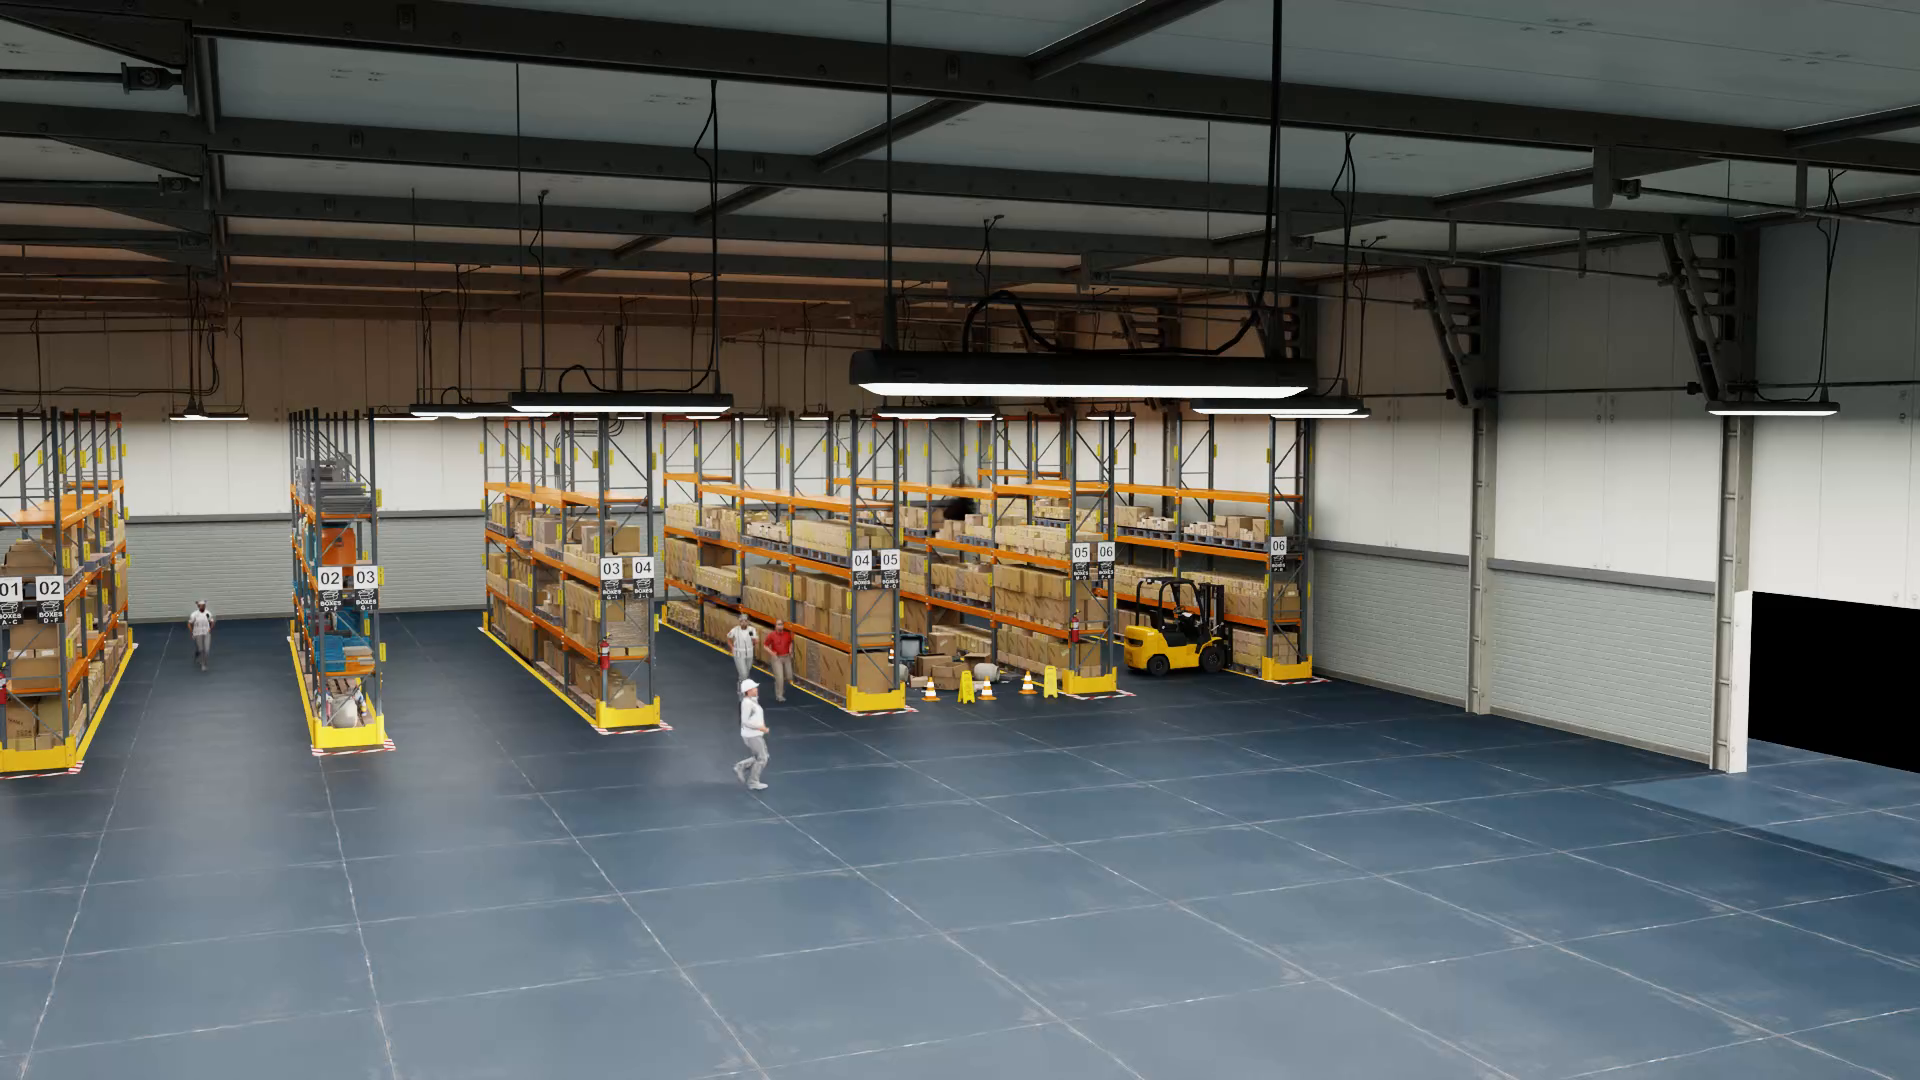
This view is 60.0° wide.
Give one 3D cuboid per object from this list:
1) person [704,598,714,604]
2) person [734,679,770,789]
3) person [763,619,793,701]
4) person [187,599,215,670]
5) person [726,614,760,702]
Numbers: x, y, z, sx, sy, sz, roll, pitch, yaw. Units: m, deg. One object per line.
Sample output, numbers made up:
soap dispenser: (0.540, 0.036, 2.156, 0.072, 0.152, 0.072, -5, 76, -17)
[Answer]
person: (-7.498, 1.465, 49.374, 0.540, 1.599, 0.600, -2, 4, -27)
person: (-3.255, 3.038, 26.012, 0.609, 1.722, 0.657, 0, 4, -1)
person: (-3.727, 2.476, 34.373, 0.661, 1.671, 0.628, -2, 5, -31)
person: (-17.629, 2.197, 38.686, 0.575, 1.661, 0.560, -3, 5, -35)
person: (-4.466, 2.446, 34.466, 0.626, 1.859, 0.785, -2, 5, -28)
